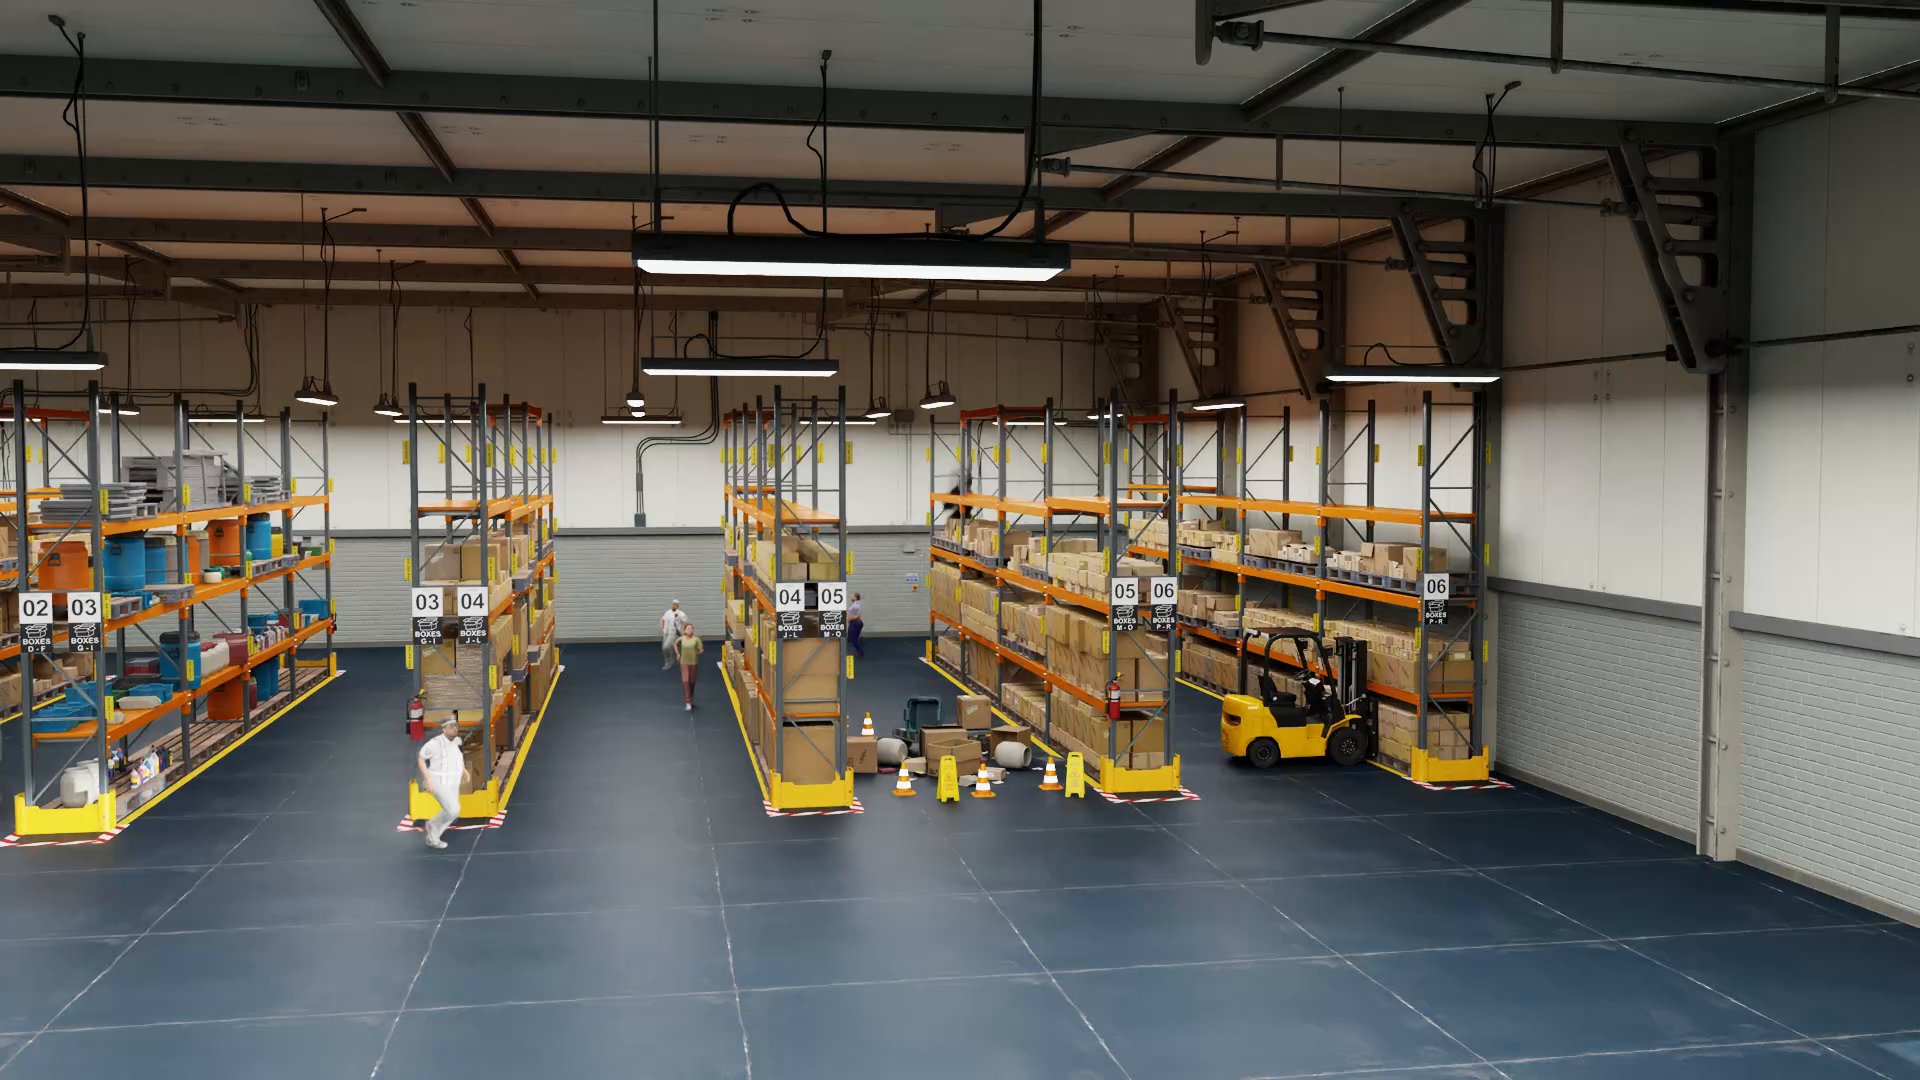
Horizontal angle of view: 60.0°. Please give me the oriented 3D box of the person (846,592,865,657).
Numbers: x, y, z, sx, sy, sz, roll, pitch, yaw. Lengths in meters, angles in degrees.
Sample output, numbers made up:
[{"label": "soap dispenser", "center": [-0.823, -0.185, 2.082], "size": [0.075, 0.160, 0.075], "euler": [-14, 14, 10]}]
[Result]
[{"label": "person", "center": [-2.643, 2.098, 41.373], "size": [0.528, 1.601, 0.580], "euler": [-1, 3, -13]}]

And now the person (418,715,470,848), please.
[{"label": "person", "center": [-6.529, 3.068, 21.151], "size": [0.653, 1.707, 0.602], "euler": [1, 3, 23]}]

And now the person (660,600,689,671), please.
[{"label": "person", "center": [-6.764, 2.237, 38.967], "size": [0.652, 1.674, 0.620], "euler": [2, 3, 28]}]

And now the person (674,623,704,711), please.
[{"label": "person", "center": [-5.371, 2.485, 33.005], "size": [0.577, 1.683, 0.957], "euler": [-1, 3, -14]}]
